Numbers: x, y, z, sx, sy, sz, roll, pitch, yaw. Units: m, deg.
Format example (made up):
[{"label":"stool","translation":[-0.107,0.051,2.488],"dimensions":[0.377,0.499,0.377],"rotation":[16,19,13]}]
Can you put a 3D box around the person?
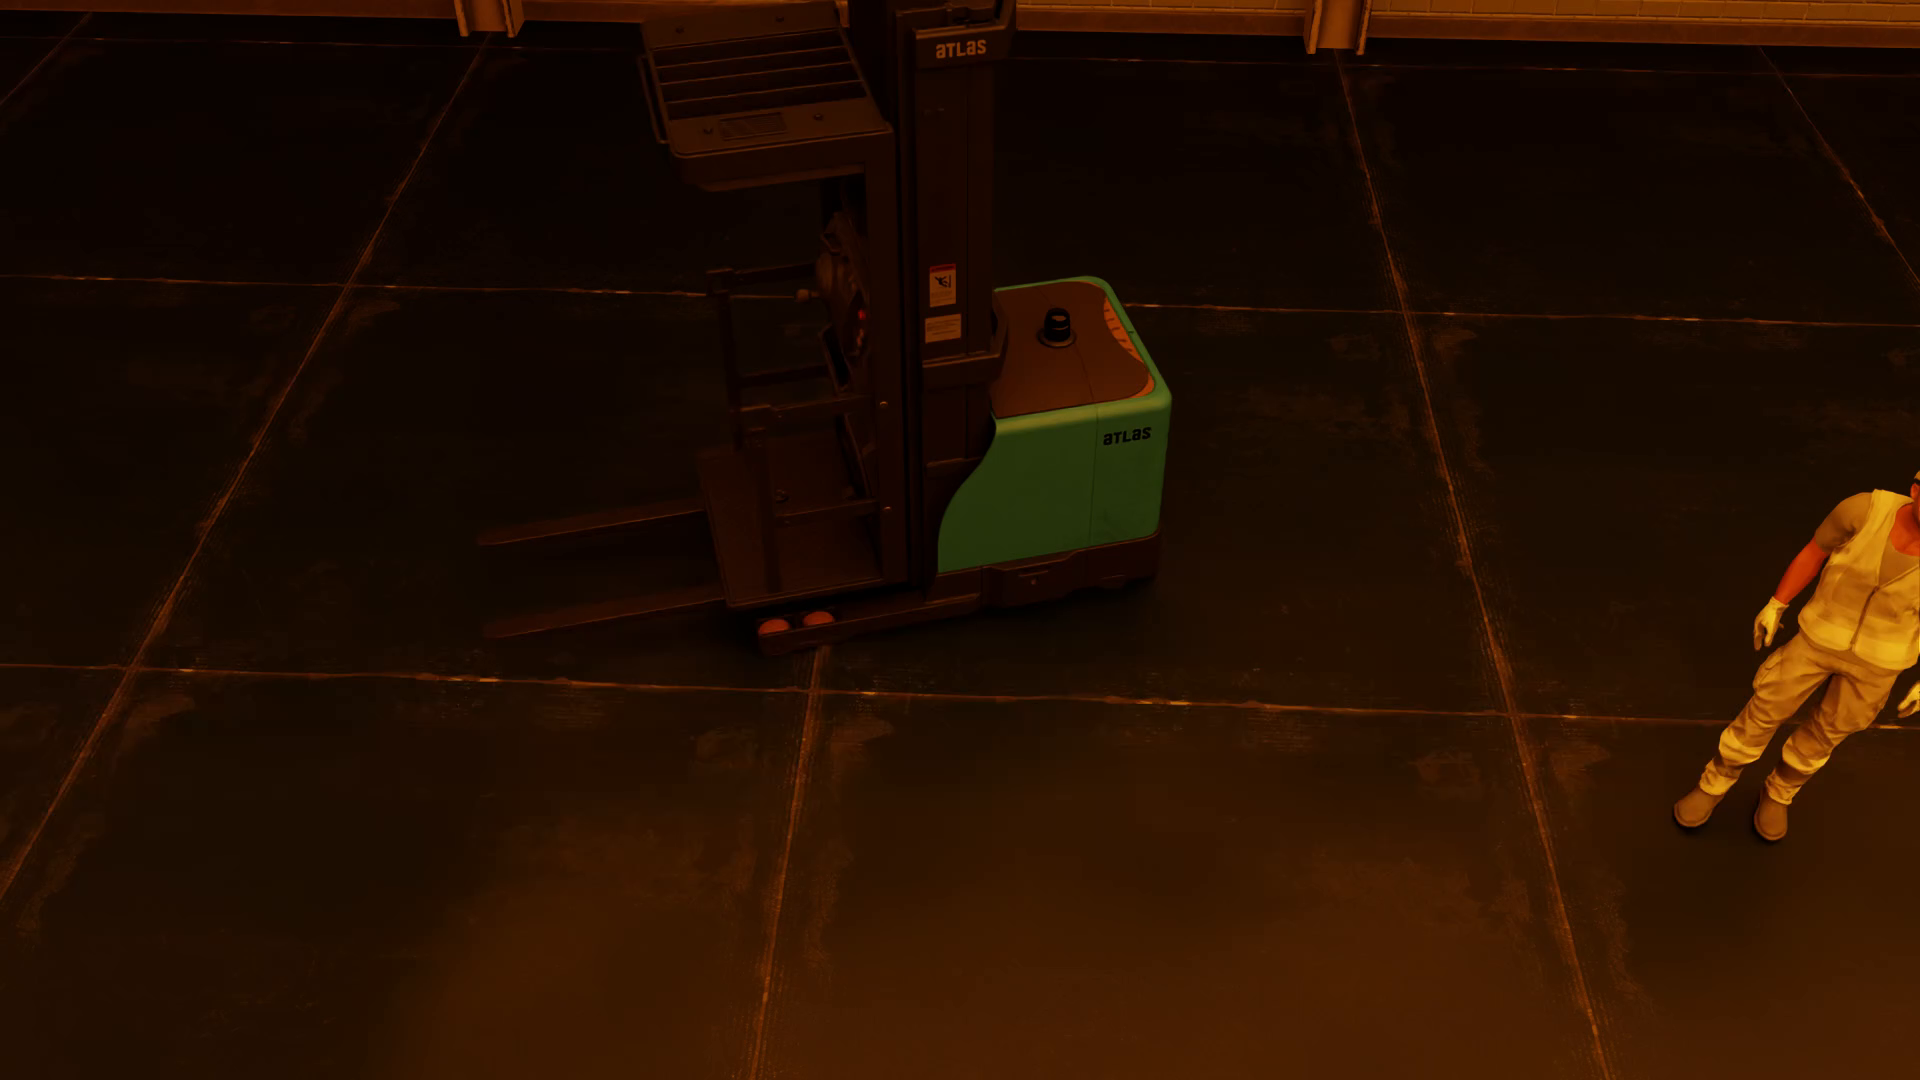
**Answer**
[{"label":"person","translation":[3.237,0.438,6.100],"dimensions":[0.641,1.788,0.565],"rotation":[25,48,25]}]

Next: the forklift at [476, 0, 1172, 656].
[{"label":"forklift","translation":[-0.661,-0.966,6.801],"dimensions":[3.031,2.935,1.130],"rotation":[-10,43,-10]}]
